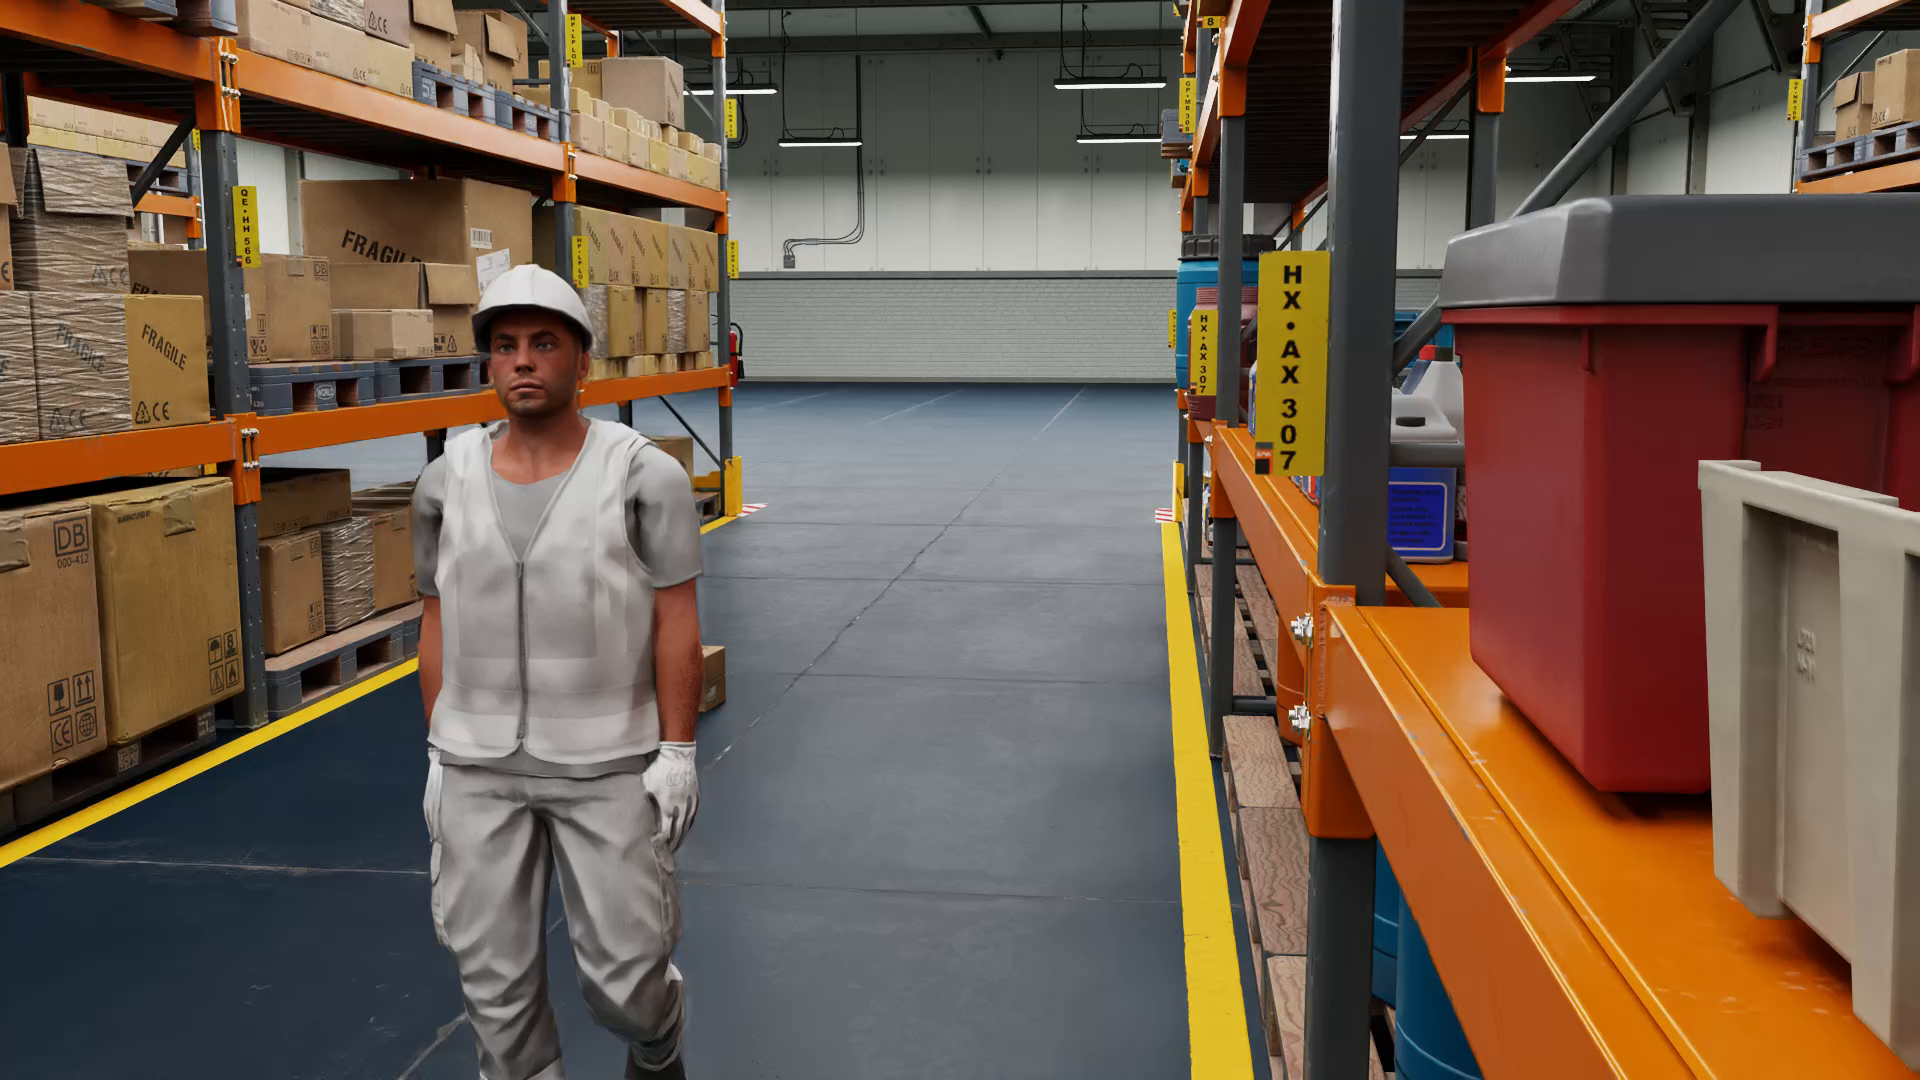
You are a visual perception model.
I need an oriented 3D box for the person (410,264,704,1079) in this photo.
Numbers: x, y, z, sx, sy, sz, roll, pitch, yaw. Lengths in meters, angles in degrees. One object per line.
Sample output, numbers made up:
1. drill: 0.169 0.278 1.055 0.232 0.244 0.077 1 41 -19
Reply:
1. person: -0.724 0.401 3.004 0.531 1.776 0.607 0 7 2
